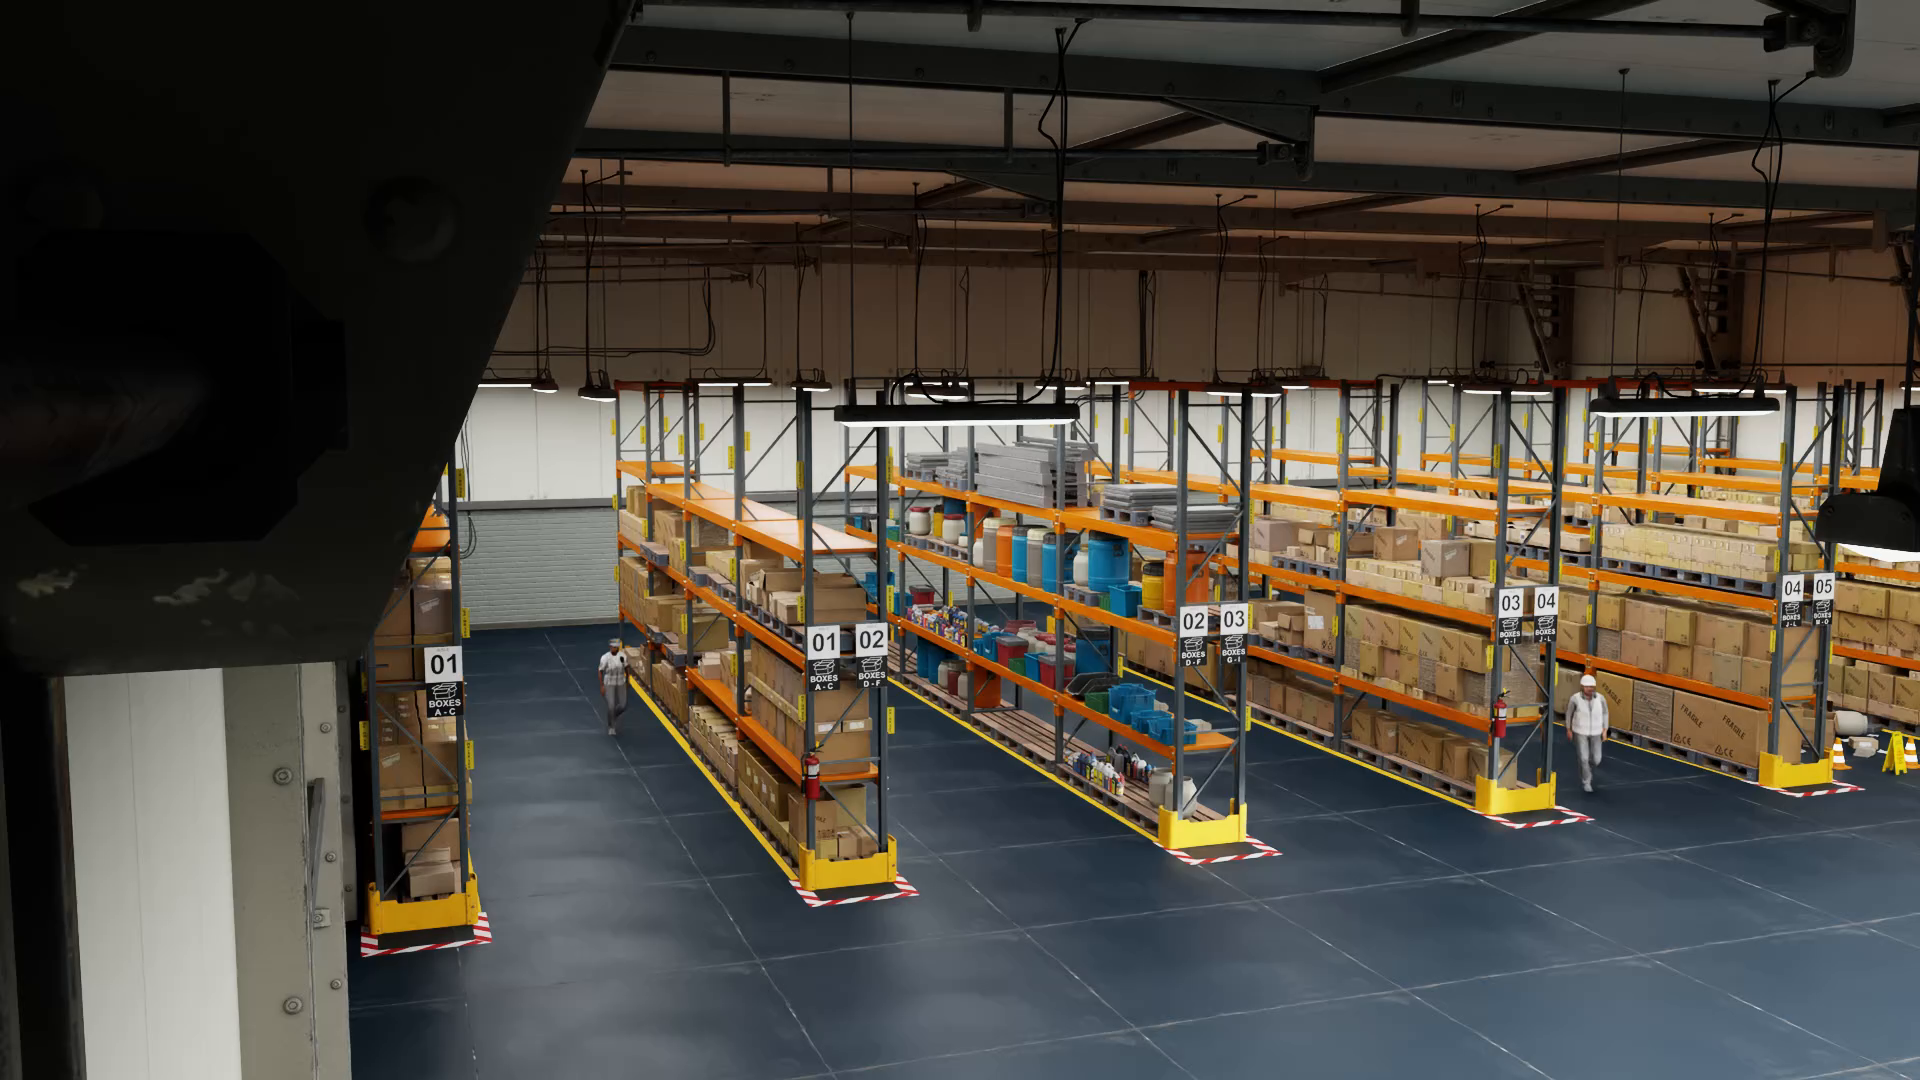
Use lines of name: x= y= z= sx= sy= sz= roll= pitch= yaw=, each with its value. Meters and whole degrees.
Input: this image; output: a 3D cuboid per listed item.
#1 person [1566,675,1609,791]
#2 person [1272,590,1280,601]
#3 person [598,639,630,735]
person: x=9.349 y=2.844 z=24.854 sx=0.598 sy=1.747 sz=0.700 roll=1 pitch=6 yaw=5
person: x=6.394 y=1.900 z=33.713 sx=0.588 sy=1.756 sz=0.555 roll=-1 pitch=6 yaw=-9
person: x=-5.975 y=2.493 z=28.667 sx=0.540 sy=1.658 sz=0.554 roll=-3 pitch=7 yaw=-27
